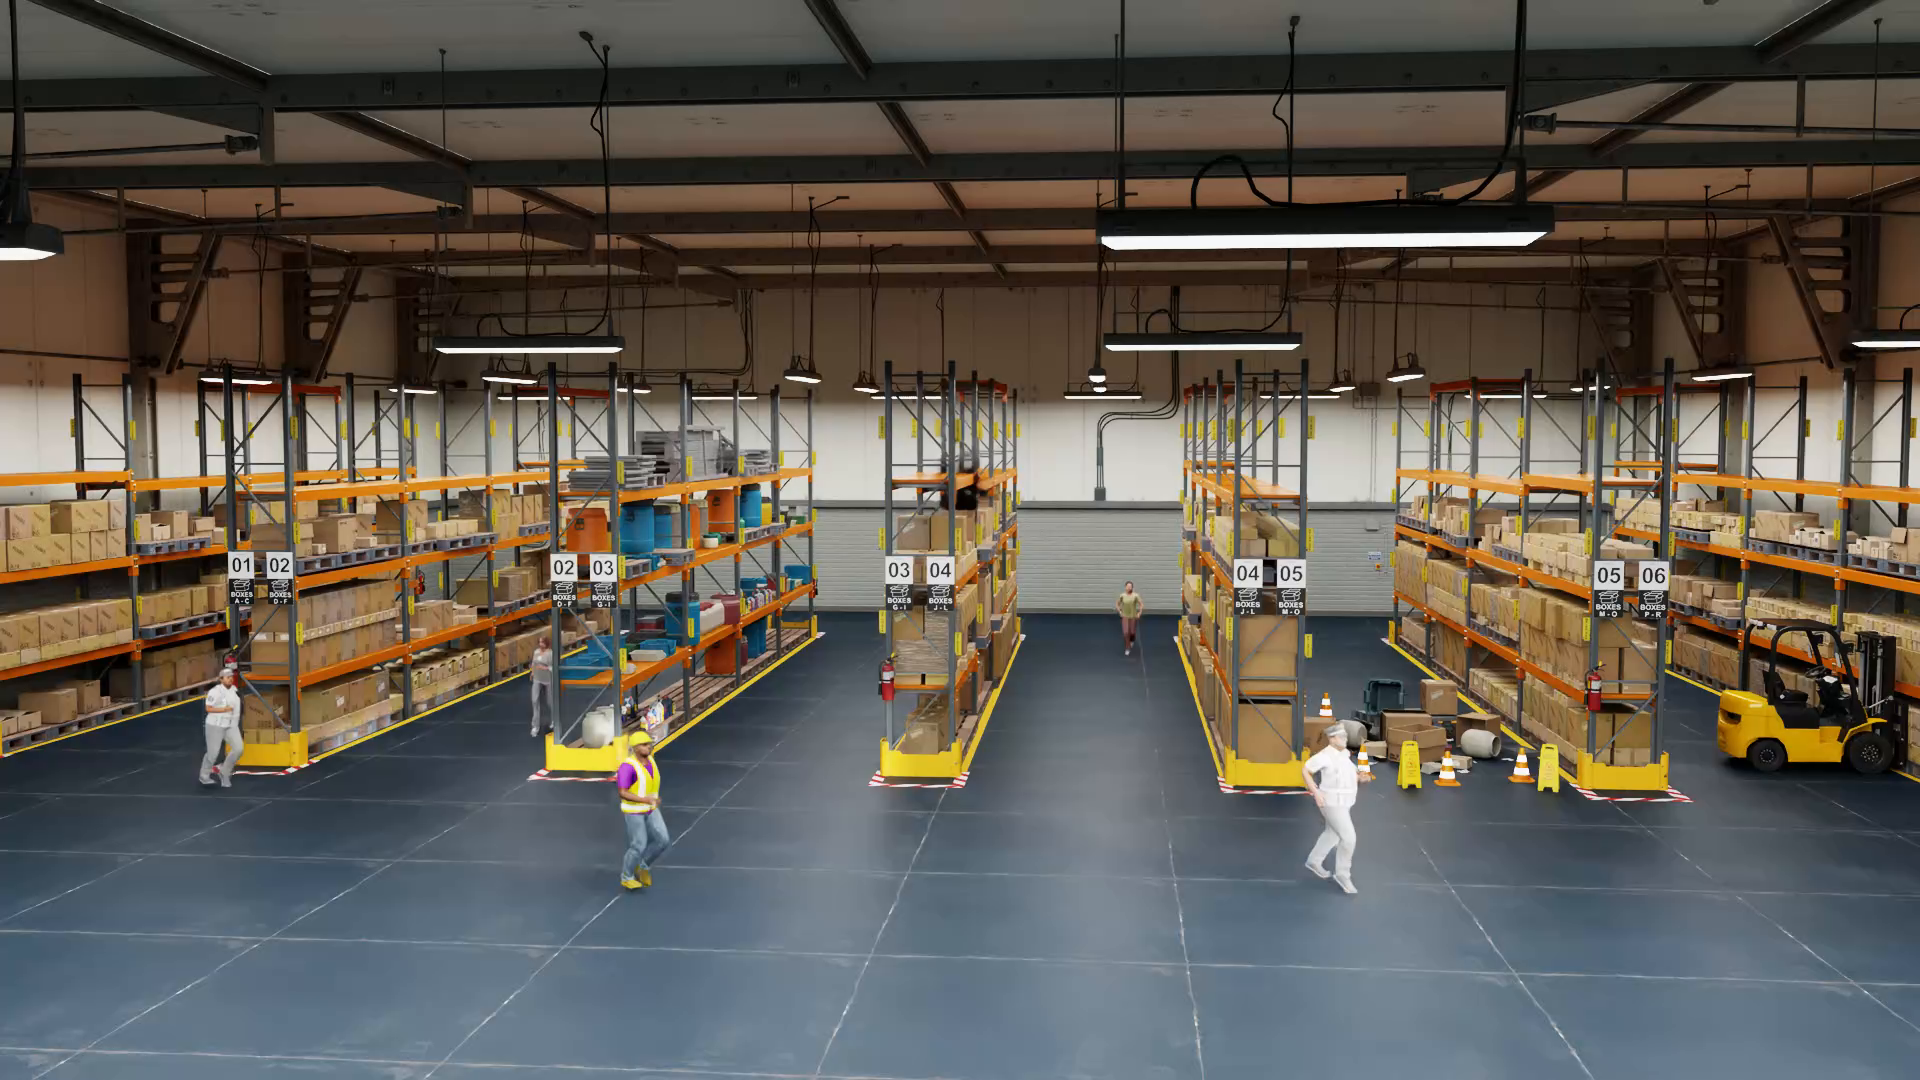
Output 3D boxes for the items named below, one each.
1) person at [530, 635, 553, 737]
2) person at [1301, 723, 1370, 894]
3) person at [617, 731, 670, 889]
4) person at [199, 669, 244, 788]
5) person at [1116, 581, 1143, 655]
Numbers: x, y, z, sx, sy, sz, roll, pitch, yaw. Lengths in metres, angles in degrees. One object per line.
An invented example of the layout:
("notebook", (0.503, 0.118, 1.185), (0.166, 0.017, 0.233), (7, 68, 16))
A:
("person", (-6.872, 2.383, 27.471), (0.516, 1.632, 0.759), (0, 4, 6))
("person", (4.130, 2.925, 18.242), (0.778, 1.856, 0.638), (3, 5, 38))
("person", (-3.415, 2.940, 18.057), (0.639, 1.745, 0.723), (2, 4, 30))
("person", (-10.349, 2.657, 23.422), (0.685, 1.697, 0.597), (2, 4, 32))
("person", (3.810, 1.739, 37.412), (0.612, 1.637, 0.601), (0, 4, 6))
